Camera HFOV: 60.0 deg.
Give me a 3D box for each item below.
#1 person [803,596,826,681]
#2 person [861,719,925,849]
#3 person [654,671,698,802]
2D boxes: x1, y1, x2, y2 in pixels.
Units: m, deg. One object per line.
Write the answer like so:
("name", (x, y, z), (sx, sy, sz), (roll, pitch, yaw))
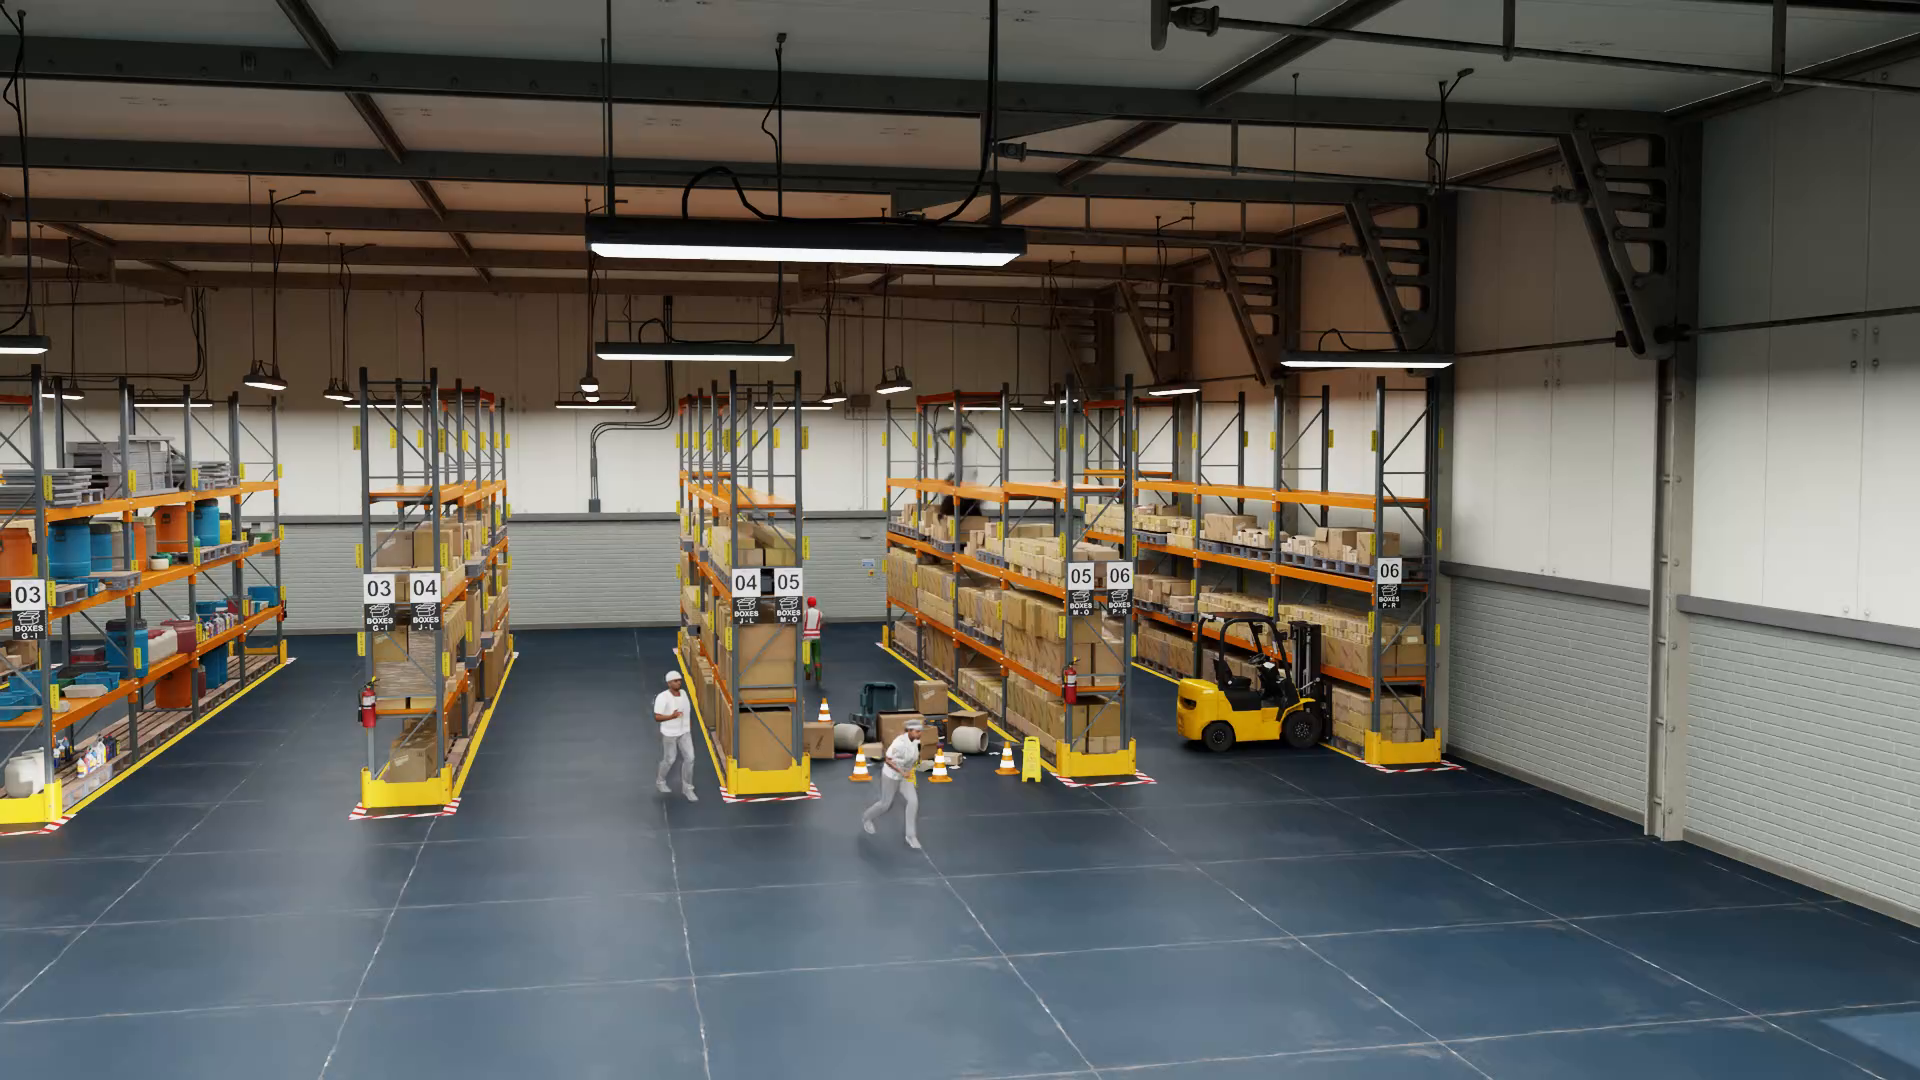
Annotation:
("person", (-3.100, 2.058, 34.386), (0.673, 1.783, 0.884), (-1, 3, -13))
("person", (-0.835, 2.996, 20.739), (0.983, 1.627, 0.611), (2, 4, 36))
("person", (-3.990, 2.729, 23.228), (0.683, 1.819, 0.775), (-3, 5, -43))
